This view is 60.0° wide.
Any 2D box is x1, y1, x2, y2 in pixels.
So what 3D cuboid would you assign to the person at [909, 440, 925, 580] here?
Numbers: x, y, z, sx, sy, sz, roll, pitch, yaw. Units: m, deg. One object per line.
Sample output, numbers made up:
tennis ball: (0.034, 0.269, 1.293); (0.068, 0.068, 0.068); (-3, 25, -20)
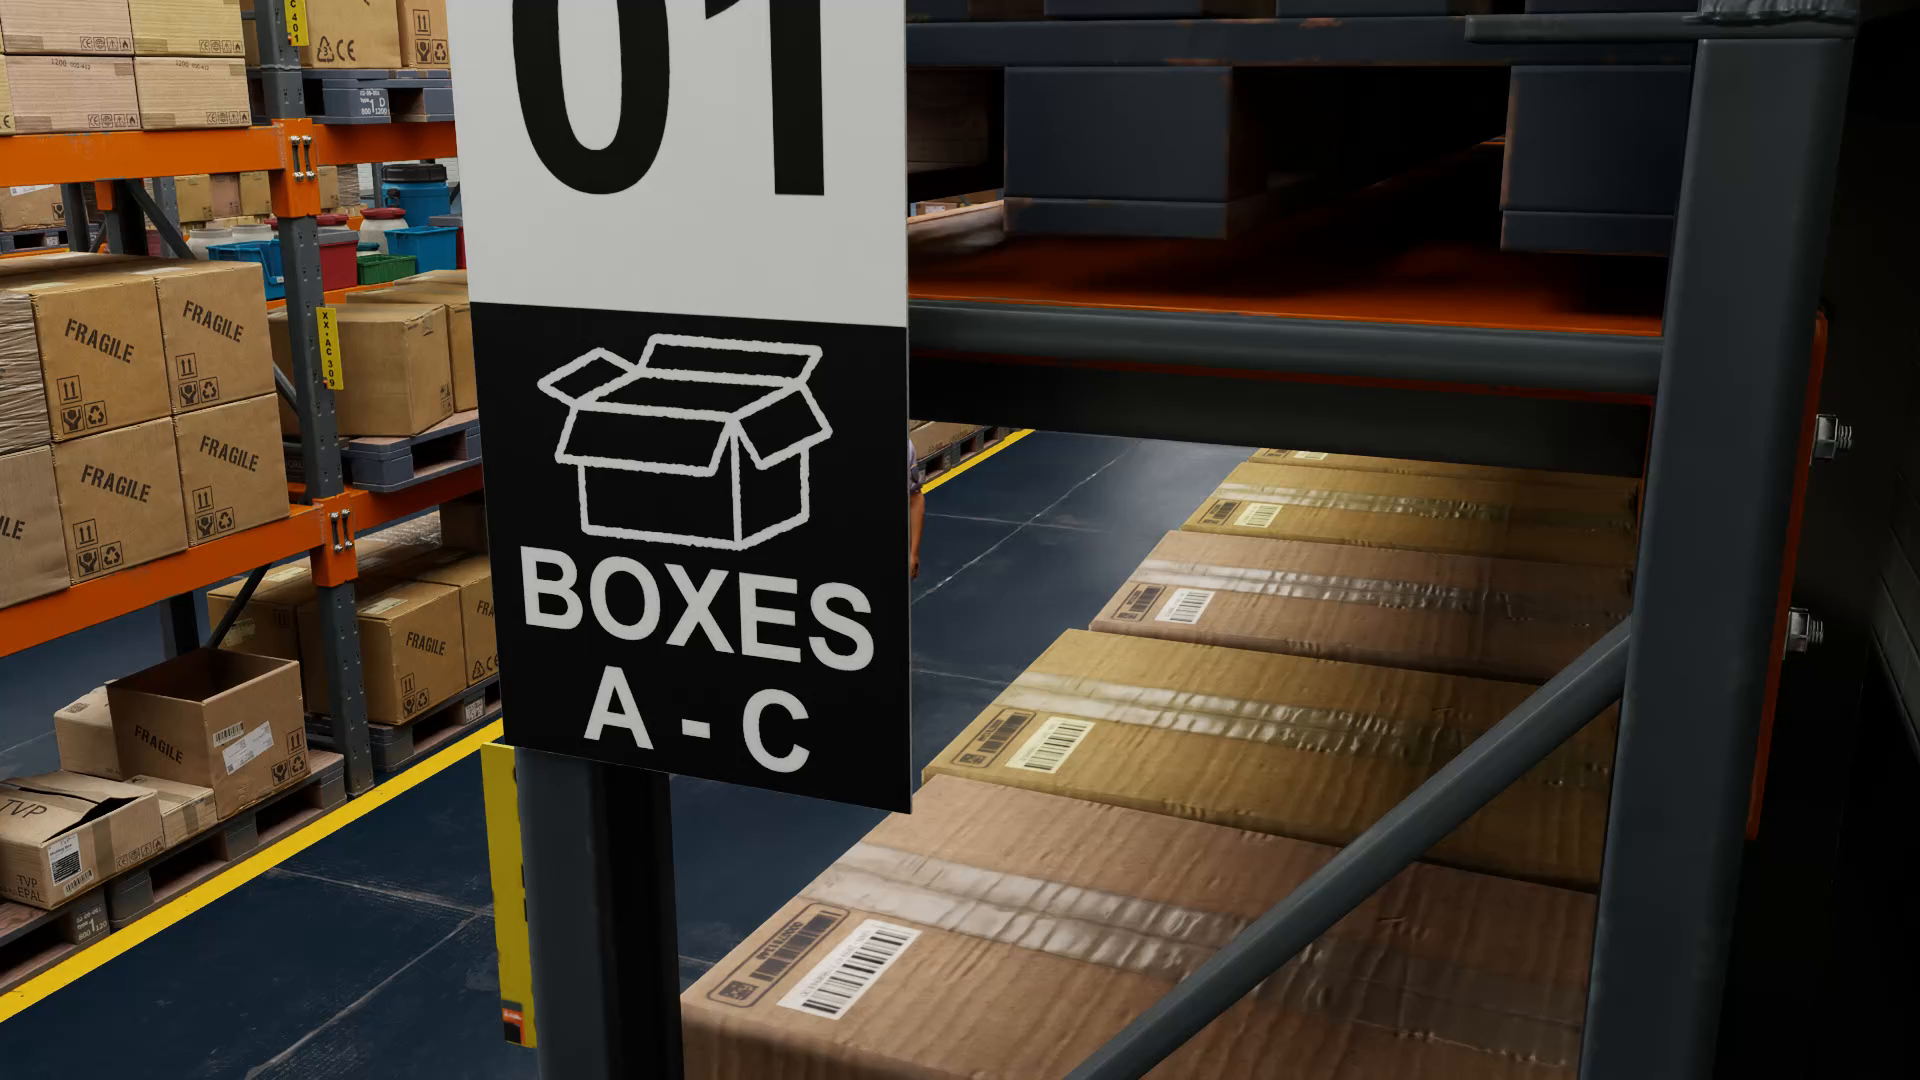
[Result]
person: (-0.446, 0.058, 7.830); (0.554, 1.652, 0.416); (6, 16, 19)
